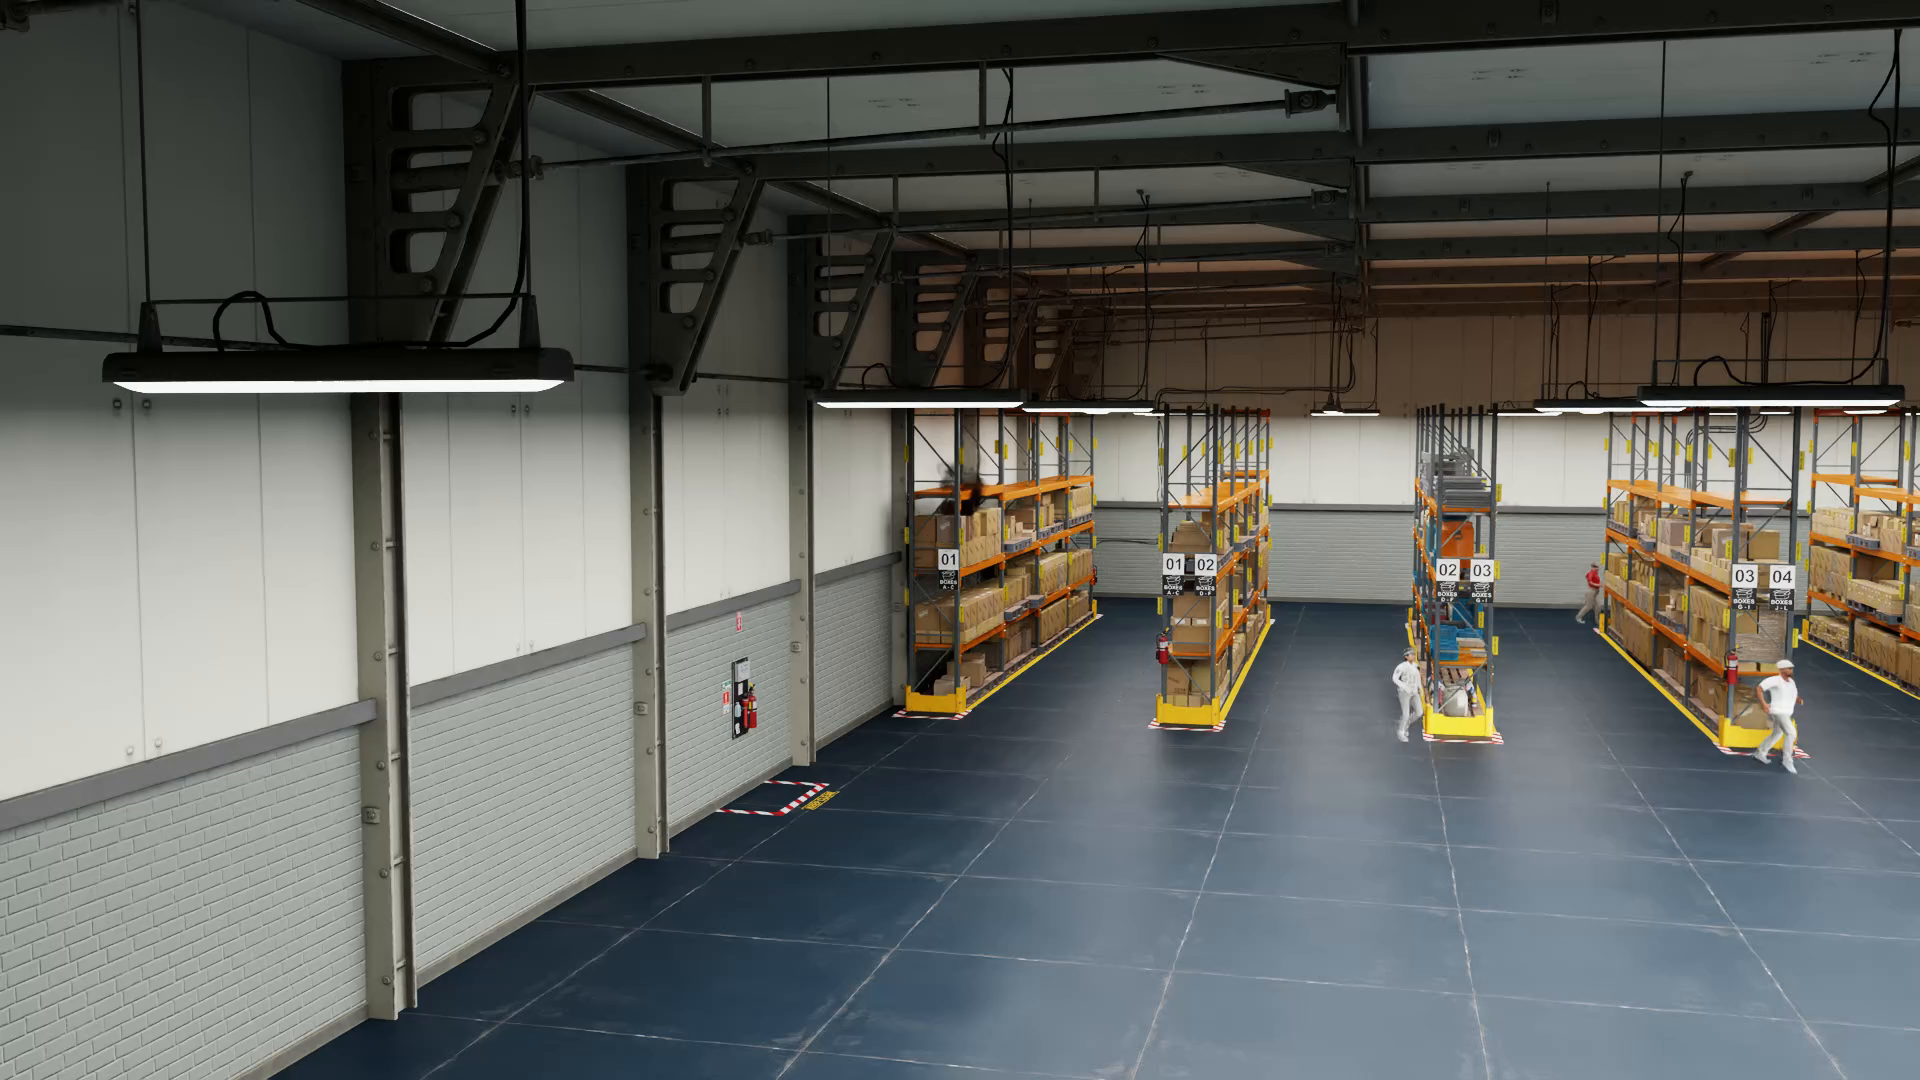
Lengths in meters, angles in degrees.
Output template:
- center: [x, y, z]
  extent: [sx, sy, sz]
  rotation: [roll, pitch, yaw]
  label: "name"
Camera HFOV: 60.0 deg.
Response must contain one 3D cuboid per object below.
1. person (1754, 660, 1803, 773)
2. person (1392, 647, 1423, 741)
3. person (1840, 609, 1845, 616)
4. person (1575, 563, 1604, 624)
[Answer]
- center: [13.462, 2.866, 27.285]
  extent: [0.703, 1.817, 0.774]
  rotation: [-3, 5, -40]
  label: "person"
- center: [8.034, 2.742, 29.636]
  extent: [0.646, 1.670, 0.488]
  rotation: [-1, 4, -20]
  label: "person"
- center: [23.486, 1.730, 43.932]
  extent: [0.602, 1.583, 0.540]
  rotation: [-3, 5, -40]
  label: "person"
- center: [17.502, 1.514, 46.092]
  extent: [0.830, 1.789, 0.683]
  rotation: [3, 5, 32]
  label: "person"
